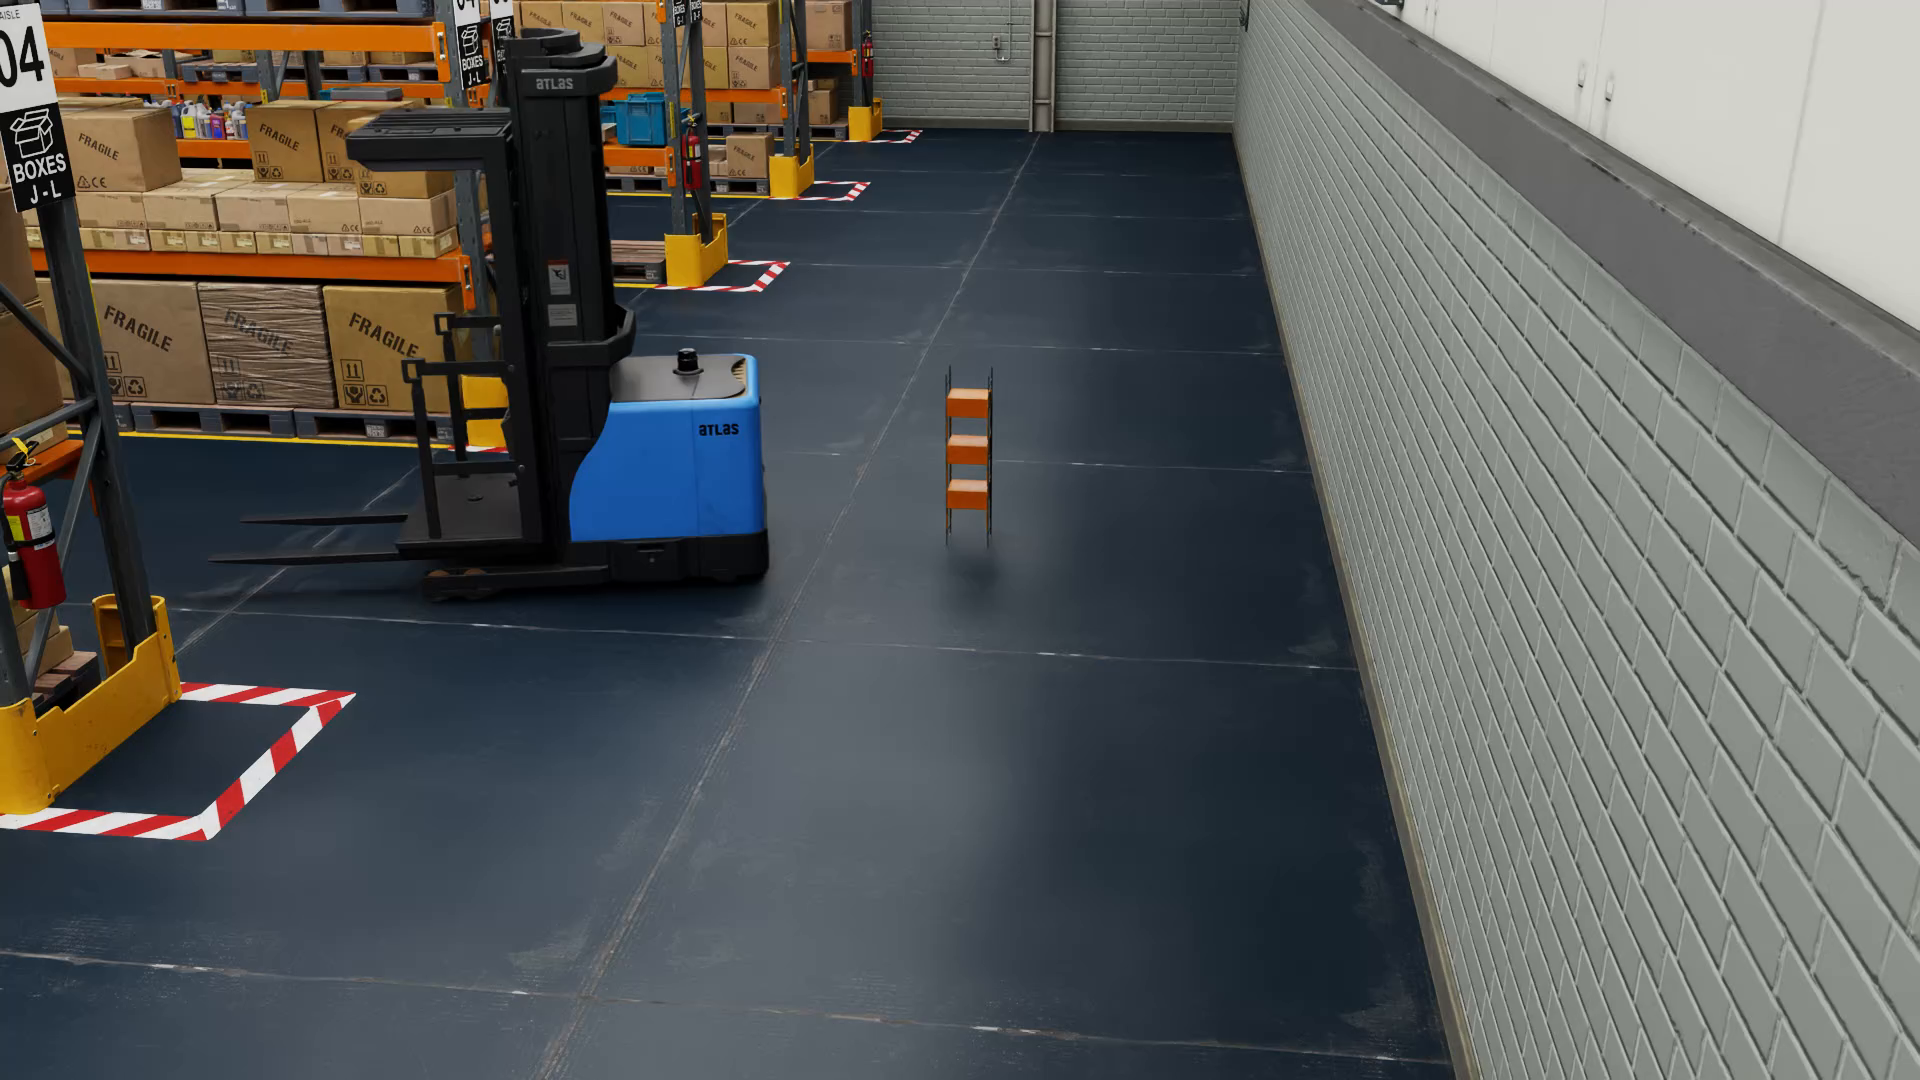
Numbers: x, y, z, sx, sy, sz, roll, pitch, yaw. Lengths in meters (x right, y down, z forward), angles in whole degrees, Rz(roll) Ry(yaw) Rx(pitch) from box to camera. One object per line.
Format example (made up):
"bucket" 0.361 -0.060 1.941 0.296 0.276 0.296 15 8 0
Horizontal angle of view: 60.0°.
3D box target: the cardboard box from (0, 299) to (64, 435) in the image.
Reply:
"cardboard box" -4.329 -0.756 7.231 0.500 0.500 0.500 4 22 9

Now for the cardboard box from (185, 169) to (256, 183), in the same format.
"cardboard box" -5.211 -2.509 12.005 0.500 0.250 0.500 2 22 5

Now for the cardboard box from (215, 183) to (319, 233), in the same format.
"cardboard box" -4.753 -2.294 11.462 0.500 0.250 0.500 2 22 4

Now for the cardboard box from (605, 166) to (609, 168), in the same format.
"cardboard box" -4.690 -5.048 21.686 0.500 0.311 0.500 2 22 6

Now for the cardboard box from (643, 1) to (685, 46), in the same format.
"cardboard box" -3.554 -6.346 20.417 0.500 0.500 0.500 3 22 8

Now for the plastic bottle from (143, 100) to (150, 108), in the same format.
"plastic bottle" -8.394 -4.407 17.183 0.097 0.271 0.097 0 22 0

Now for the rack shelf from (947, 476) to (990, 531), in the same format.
"rack shelf" 0.053 -0.218 9.847 0.240 0.259 0.215 2 22 6

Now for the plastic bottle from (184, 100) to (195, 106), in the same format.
"plastic bottle" -7.955 -4.380 17.108 0.135 0.276 0.152 2 22 6

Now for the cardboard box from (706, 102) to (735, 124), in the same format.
"cardboard box" -3.717 -6.773 25.820 0.500 0.500 0.700 3 22 8

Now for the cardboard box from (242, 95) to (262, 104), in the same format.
"cardboard box" -11.143 -7.159 26.769 0.500 0.500 0.700 2 22 6

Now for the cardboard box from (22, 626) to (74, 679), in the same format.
"cardboard box" -4.398 0.540 7.800 0.250 0.149 0.380 3 22 7

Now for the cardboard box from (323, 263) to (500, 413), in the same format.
"cardboard box" -3.877 -1.463 11.879 0.875 0.875 0.875 2 22 6

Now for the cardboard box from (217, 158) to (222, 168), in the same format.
"cardboard box" -9.588 -5.138 21.658 0.500 0.500 0.500 3 22 9

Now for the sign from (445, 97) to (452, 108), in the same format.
"sign" -3.309 -2.708 10.813 0.005 0.325 0.100 2 22 6

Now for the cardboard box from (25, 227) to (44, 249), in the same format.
"cardboard box" -6.427 -2.157 11.657 0.250 0.149 0.380 3 22 8

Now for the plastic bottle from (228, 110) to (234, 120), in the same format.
"plastic bottle" -7.395 -4.275 16.943 0.097 0.201 0.097 0 22 0

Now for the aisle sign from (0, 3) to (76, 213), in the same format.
"aisle sign" -3.808 -1.766 6.791 0.004 0.787 0.394 2 22 6

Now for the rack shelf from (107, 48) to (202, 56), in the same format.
"rack shelf" -11.413 -7.781 26.519 4.000 0.370 1.077 2 22 6

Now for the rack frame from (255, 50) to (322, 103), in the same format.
"rack frame" -6.621 -4.239 16.581 0.127 3.000 1.000 2 22 6

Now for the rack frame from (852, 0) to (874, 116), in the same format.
"rack frame" -1.483 -7.683 25.292 0.127 3.000 1.000 2 22 6

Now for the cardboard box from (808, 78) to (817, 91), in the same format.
"cardboard box" -2.339 -6.950 25.386 0.250 0.149 0.380 2 22 6

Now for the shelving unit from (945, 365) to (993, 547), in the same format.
"shelving unit" 0.053 -0.486 9.741 0.252 1.050 0.215 2 22 6

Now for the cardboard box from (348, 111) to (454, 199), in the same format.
"cardboard box" -3.747 -2.600 11.215 0.500 0.500 0.500 3 22 7

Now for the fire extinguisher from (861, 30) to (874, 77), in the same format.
"fire extinguisher" -1.387 -7.298 24.933 0.183 0.674 0.296 2 22 6

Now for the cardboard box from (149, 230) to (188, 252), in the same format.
"cardboard box" -5.401 -2.112 11.545 0.250 0.149 0.380 2 22 5

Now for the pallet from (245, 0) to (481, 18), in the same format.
"pallet" -3.970 -3.639 11.106 1.213 0.211 1.003 2 22 6

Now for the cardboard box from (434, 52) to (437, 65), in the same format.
"cardboard box" -6.479 -6.391 21.318 0.500 0.500 0.700 -5 22 -12

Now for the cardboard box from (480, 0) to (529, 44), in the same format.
"cardboard box" -5.600 -6.435 20.641 0.500 0.500 0.500 3 22 8

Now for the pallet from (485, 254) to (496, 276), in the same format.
"pallet" -4.671 -2.872 16.918 1.213 0.211 1.003 2 22 6

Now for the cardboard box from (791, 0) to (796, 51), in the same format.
"cardboard box" -2.714 -7.868 25.353 0.700 0.700 0.980 2 22 6

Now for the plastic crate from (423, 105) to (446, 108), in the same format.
"plastic crate" -5.126 -4.078 16.255 0.530 0.282 0.437 2 22 6

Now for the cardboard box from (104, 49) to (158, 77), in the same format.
"cardboard box" -10.872 -6.288 21.886 0.500 0.311 0.500 2 22 6

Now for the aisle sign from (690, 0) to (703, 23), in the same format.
"aisle sign" -2.542 -5.380 15.932 0.004 0.787 0.394 2 22 6

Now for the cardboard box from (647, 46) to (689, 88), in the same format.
"cardboard box" -3.549 -5.885 20.610 0.500 0.500 0.500 3 22 7

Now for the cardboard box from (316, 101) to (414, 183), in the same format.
"cardboard box" -4.173 -2.815 11.761 0.500 0.500 0.500 2 22 5

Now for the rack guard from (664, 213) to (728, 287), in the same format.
"rack guard" -2.624 -2.907 16.612 0.348 0.500 1.175 2 22 6

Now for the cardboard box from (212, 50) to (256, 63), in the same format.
"cardboard box" -9.368 -6.476 21.532 0.500 0.500 0.700 -5 22 -12

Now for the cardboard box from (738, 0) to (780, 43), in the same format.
"cardboard box" -2.472 -6.501 20.807 0.500 0.500 0.500 3 22 8

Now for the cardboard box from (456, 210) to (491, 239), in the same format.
"cardboard box" -3.545 -2.276 11.959 0.250 0.149 0.380 3 22 7

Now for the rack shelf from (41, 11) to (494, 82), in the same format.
"rack shelf" -5.218 -3.404 11.369 4.000 0.370 1.077 2 22 6

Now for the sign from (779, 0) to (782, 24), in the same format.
"sign" -2.147 -6.357 19.936 0.005 0.325 0.100 2 22 6

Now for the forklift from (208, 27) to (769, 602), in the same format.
"forklift" -2.632 -1.232 9.070 3.031 2.935 1.130 -3 22 -6

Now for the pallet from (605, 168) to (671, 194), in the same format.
"pallet" -4.138 -4.668 21.461 1.213 0.211 1.003 2 22 6

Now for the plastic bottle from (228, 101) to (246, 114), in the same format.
"plastic bottle" -7.399 -4.356 17.046 0.135 0.276 0.152 2 22 6

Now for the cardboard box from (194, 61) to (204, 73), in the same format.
"cardboard box" -12.229 -7.549 26.736 0.500 0.250 0.500 2 22 5

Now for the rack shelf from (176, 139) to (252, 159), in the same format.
"rack shelf" -8.607 -3.991 16.932 4.000 0.370 1.077 2 22 6

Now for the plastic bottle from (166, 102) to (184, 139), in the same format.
"plastic bottle" -7.756 -4.144 16.409 0.185 0.351 0.144 2 22 6

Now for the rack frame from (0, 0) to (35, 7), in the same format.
"rack frame" -3.916 -3.241 5.897 0.127 3.000 1.000 2 22 6

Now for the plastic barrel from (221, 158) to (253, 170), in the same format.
"plastic barrel" -7.159 -3.488 16.965 0.708 0.901 0.600 2 22 6

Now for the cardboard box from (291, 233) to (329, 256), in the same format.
"cardboard box" -4.381 -2.069 11.434 0.250 0.149 0.380 3 22 7

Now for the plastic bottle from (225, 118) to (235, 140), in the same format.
"plastic bottle" -7.169 -4.040 16.350 0.097 0.201 0.097 0 22 0
